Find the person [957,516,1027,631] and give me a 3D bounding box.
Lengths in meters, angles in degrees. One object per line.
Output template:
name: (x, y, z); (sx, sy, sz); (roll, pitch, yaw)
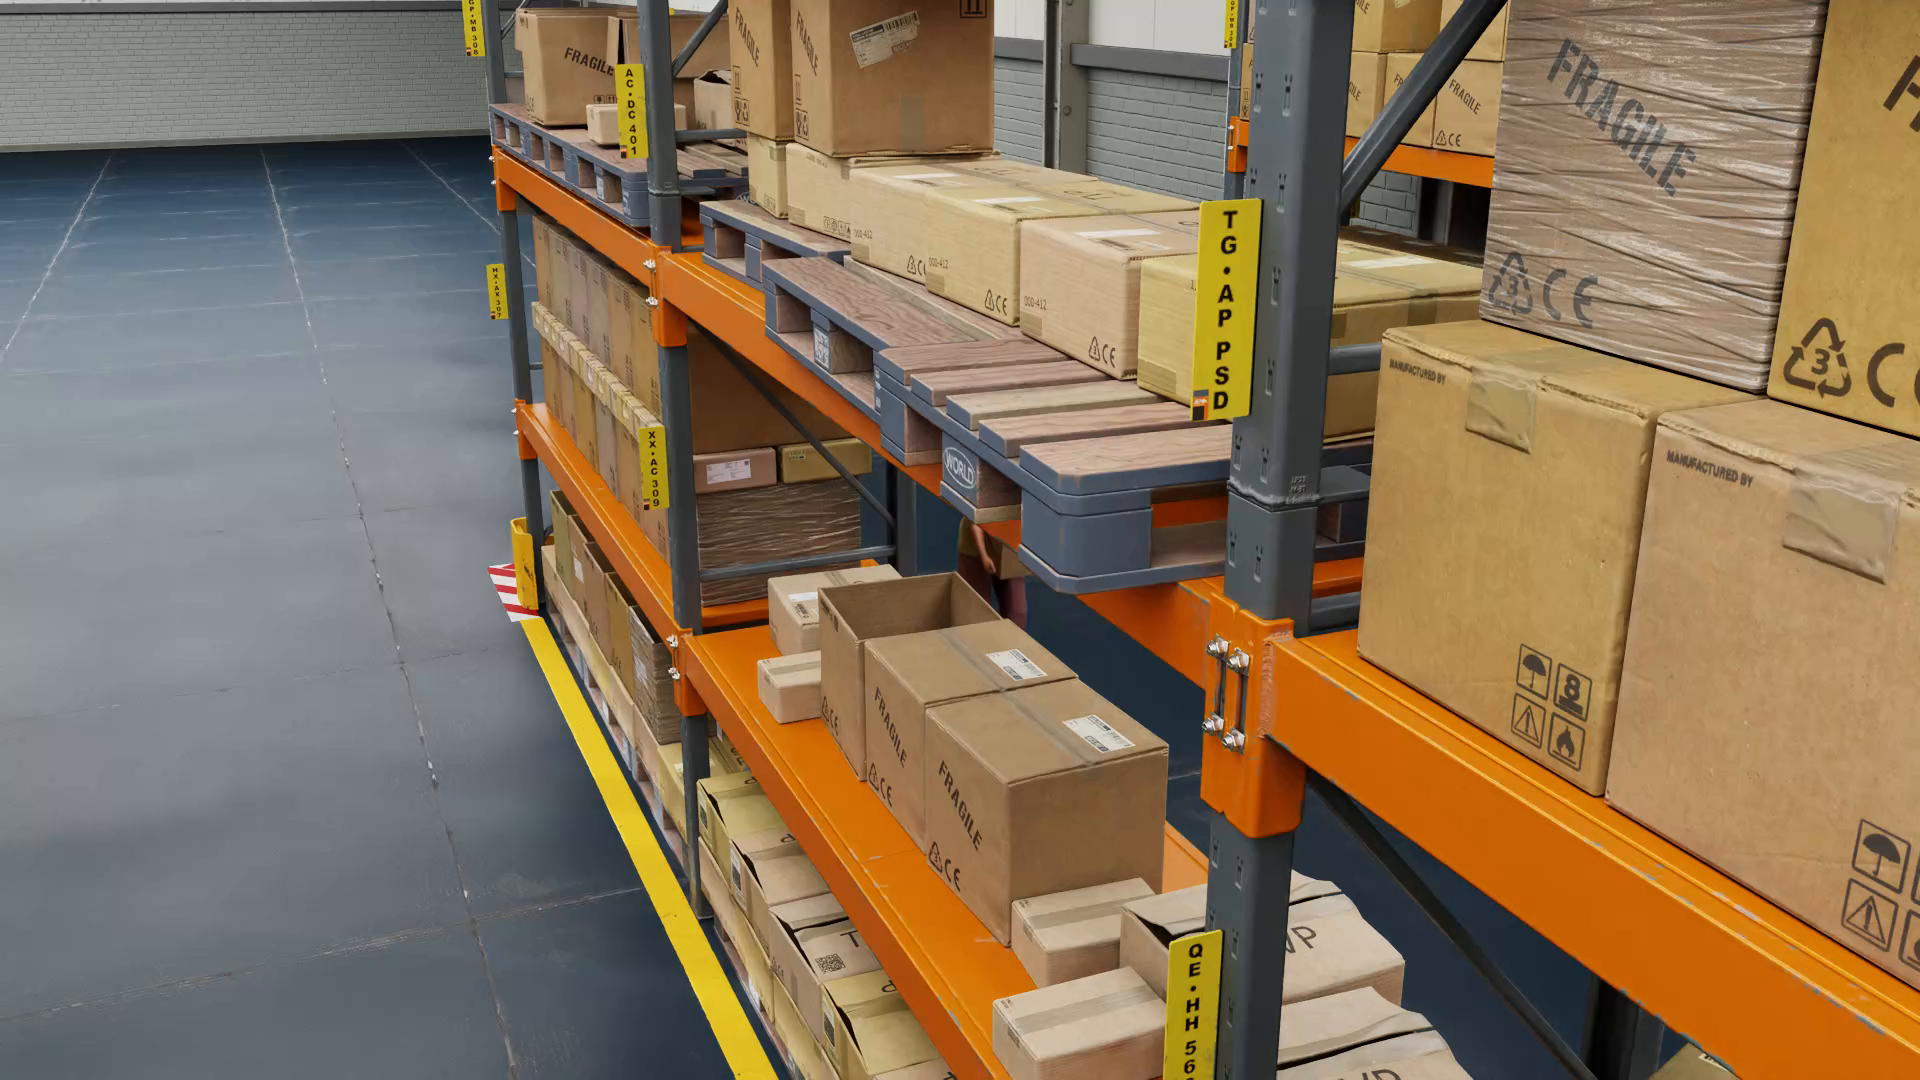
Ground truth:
person: (0.209, 0.098, 8.801); (0.408, 1.667, 0.501); (-8, 21, -23)
